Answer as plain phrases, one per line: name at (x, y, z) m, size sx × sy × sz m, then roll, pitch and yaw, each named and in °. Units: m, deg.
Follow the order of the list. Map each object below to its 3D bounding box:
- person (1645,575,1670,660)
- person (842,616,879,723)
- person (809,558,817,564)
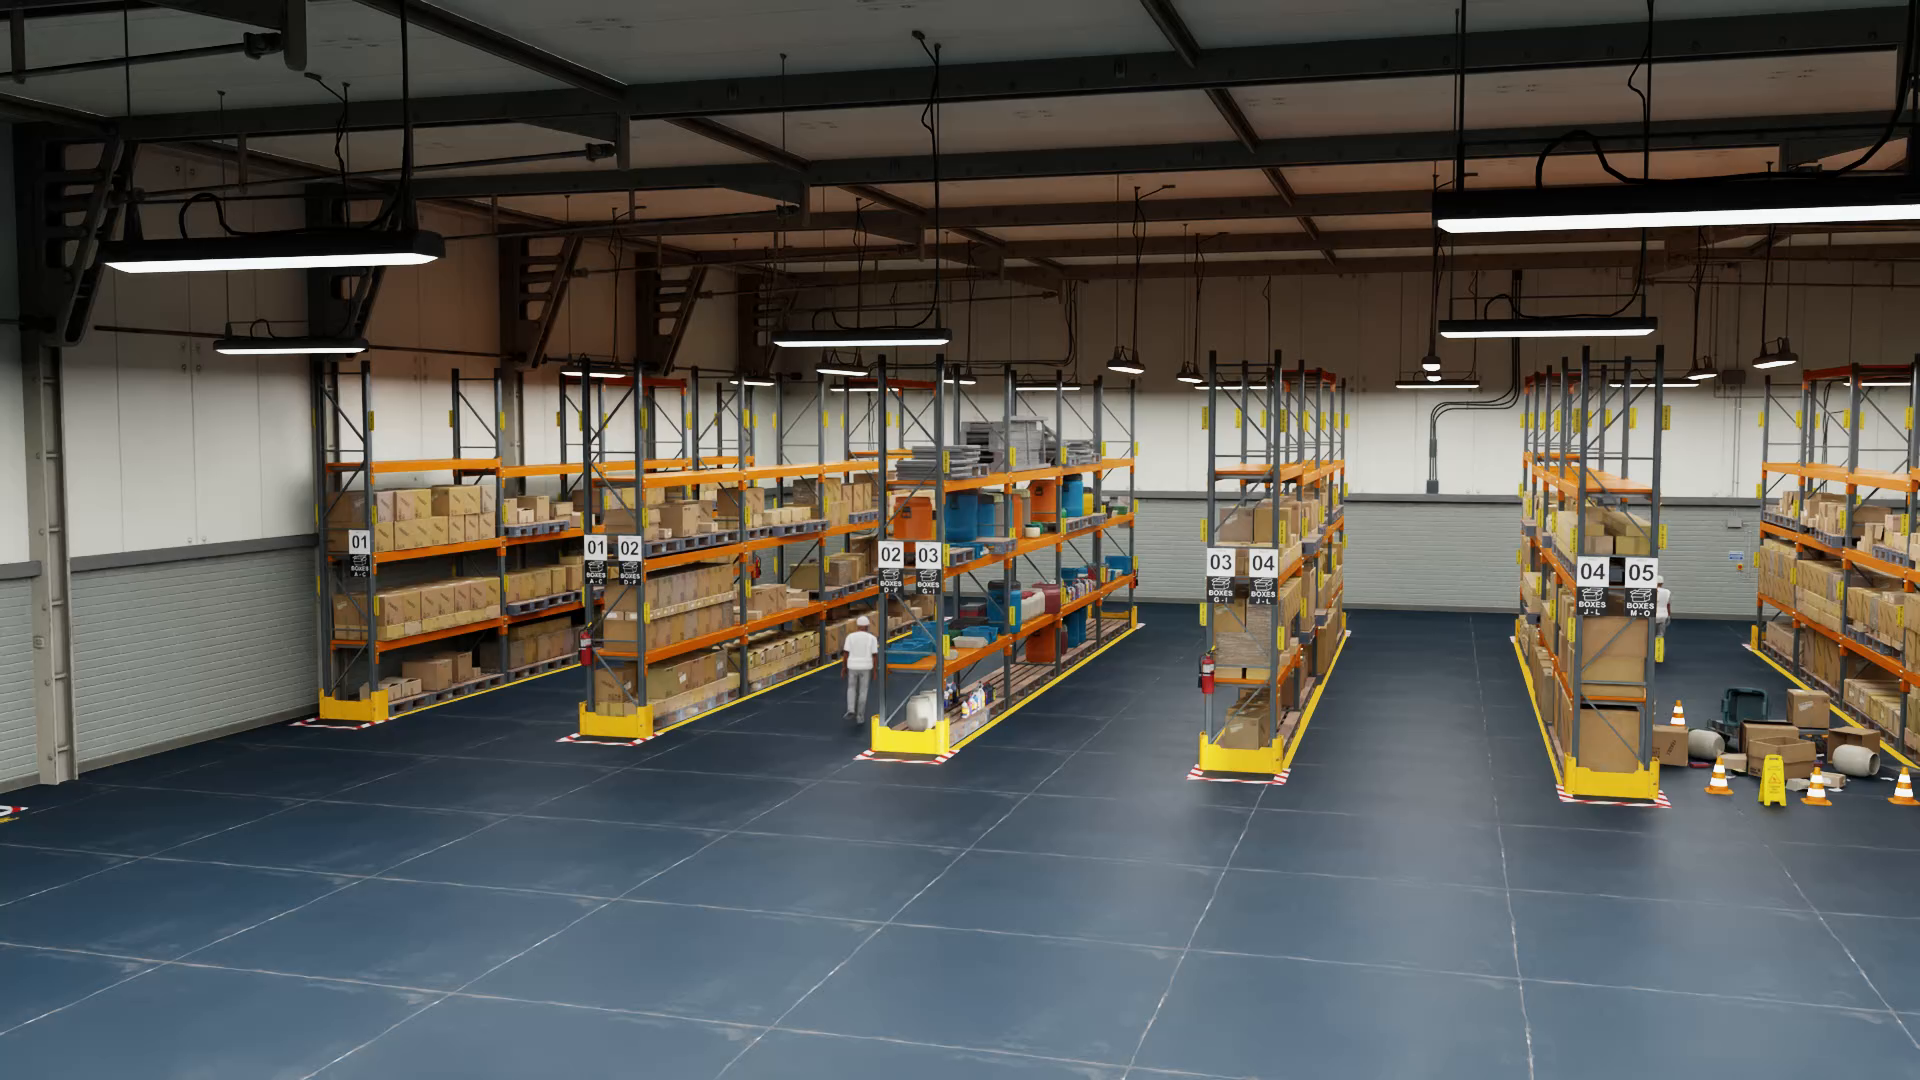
person at (14.580, 1.627, 34.798) m, size 0.604 × 1.789 × 0.401 m, roll -1°, pitch 4°, yaw -17°
person at (-1.650, 2.139, 27.513) m, size 0.612 × 1.757 × 0.470 m, roll 0°, pitch 4°, yaw 6°
person at (-3.612, 1.278, 40.516) m, size 0.490 × 1.673 × 0.480 m, roll -3°, pitch 5°, yaw -38°
